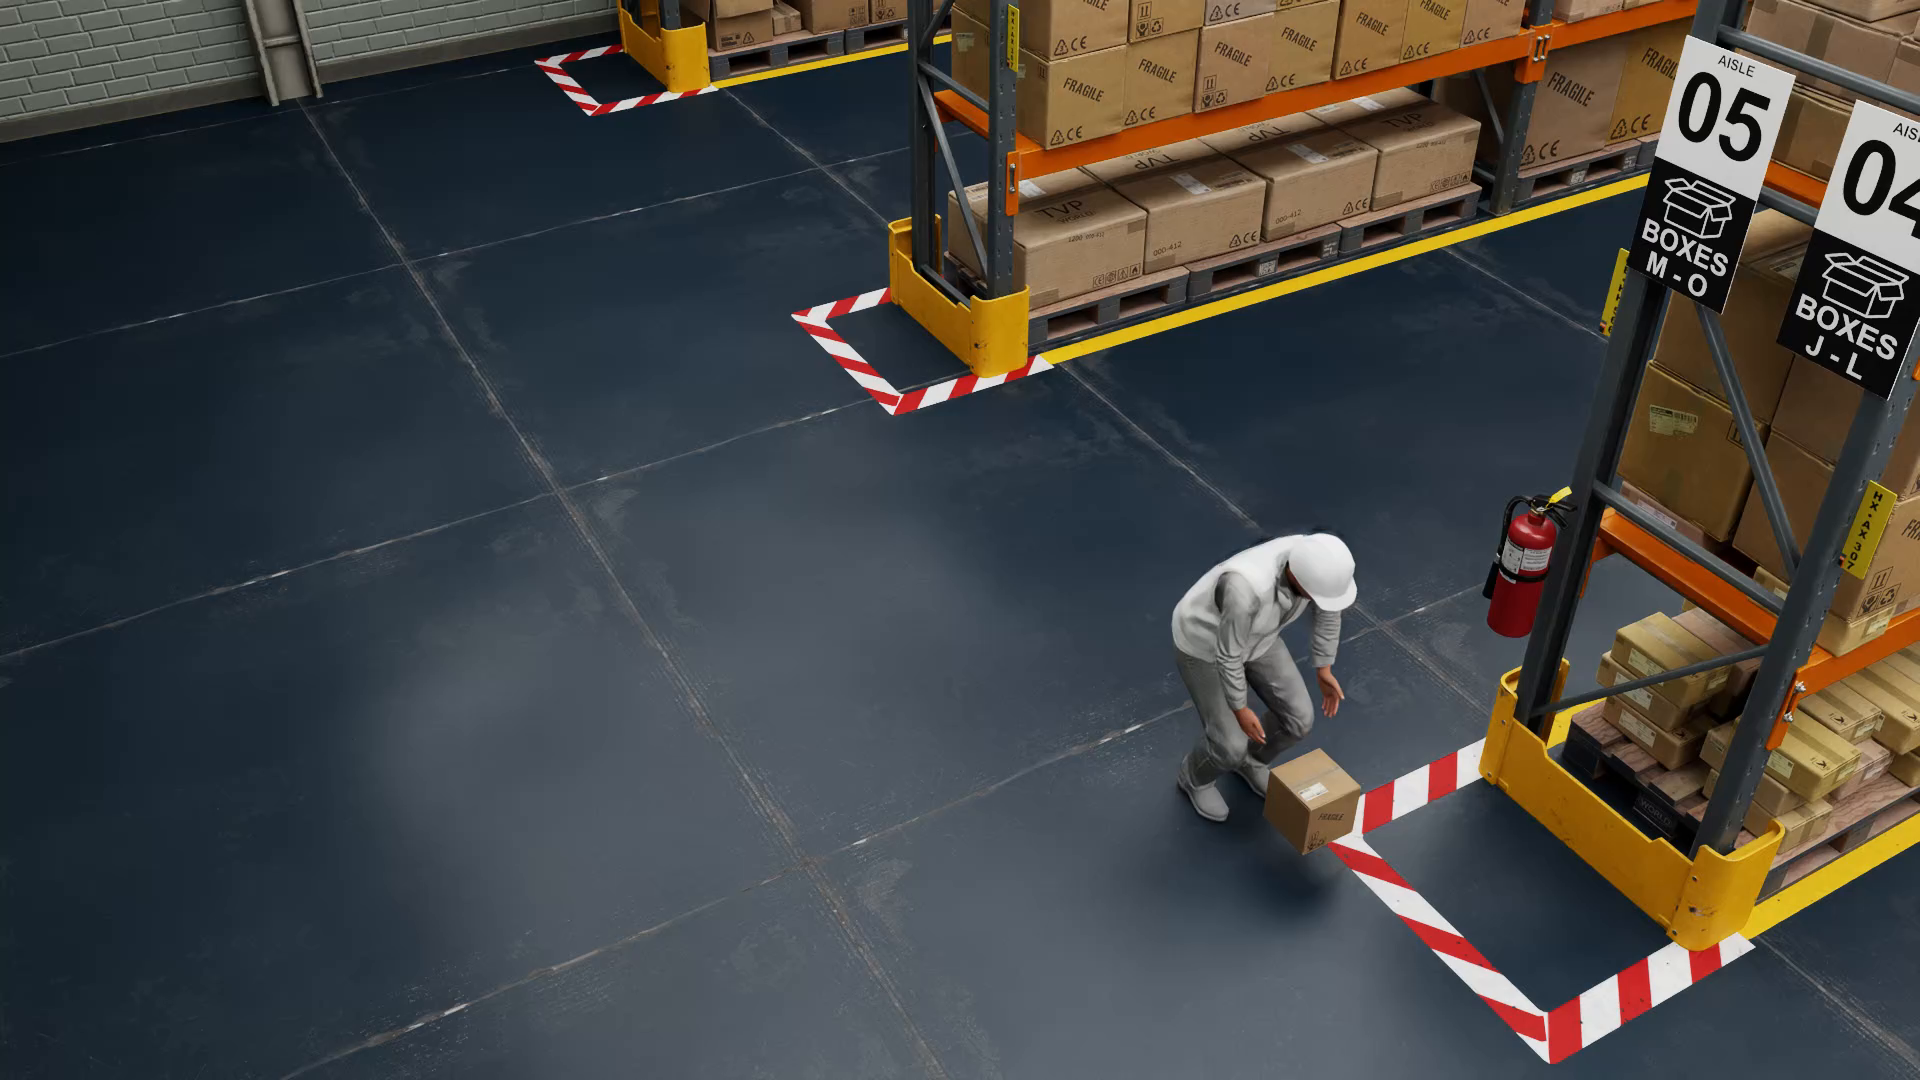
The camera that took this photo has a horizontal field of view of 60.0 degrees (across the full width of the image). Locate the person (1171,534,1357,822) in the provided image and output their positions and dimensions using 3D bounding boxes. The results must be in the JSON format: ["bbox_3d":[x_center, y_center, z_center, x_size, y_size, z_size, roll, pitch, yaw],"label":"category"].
[{"bbox_3d":[1.185,0.467,6.529,0.591,1.479,0.733,-19,41,-24],"label":"person"}]
